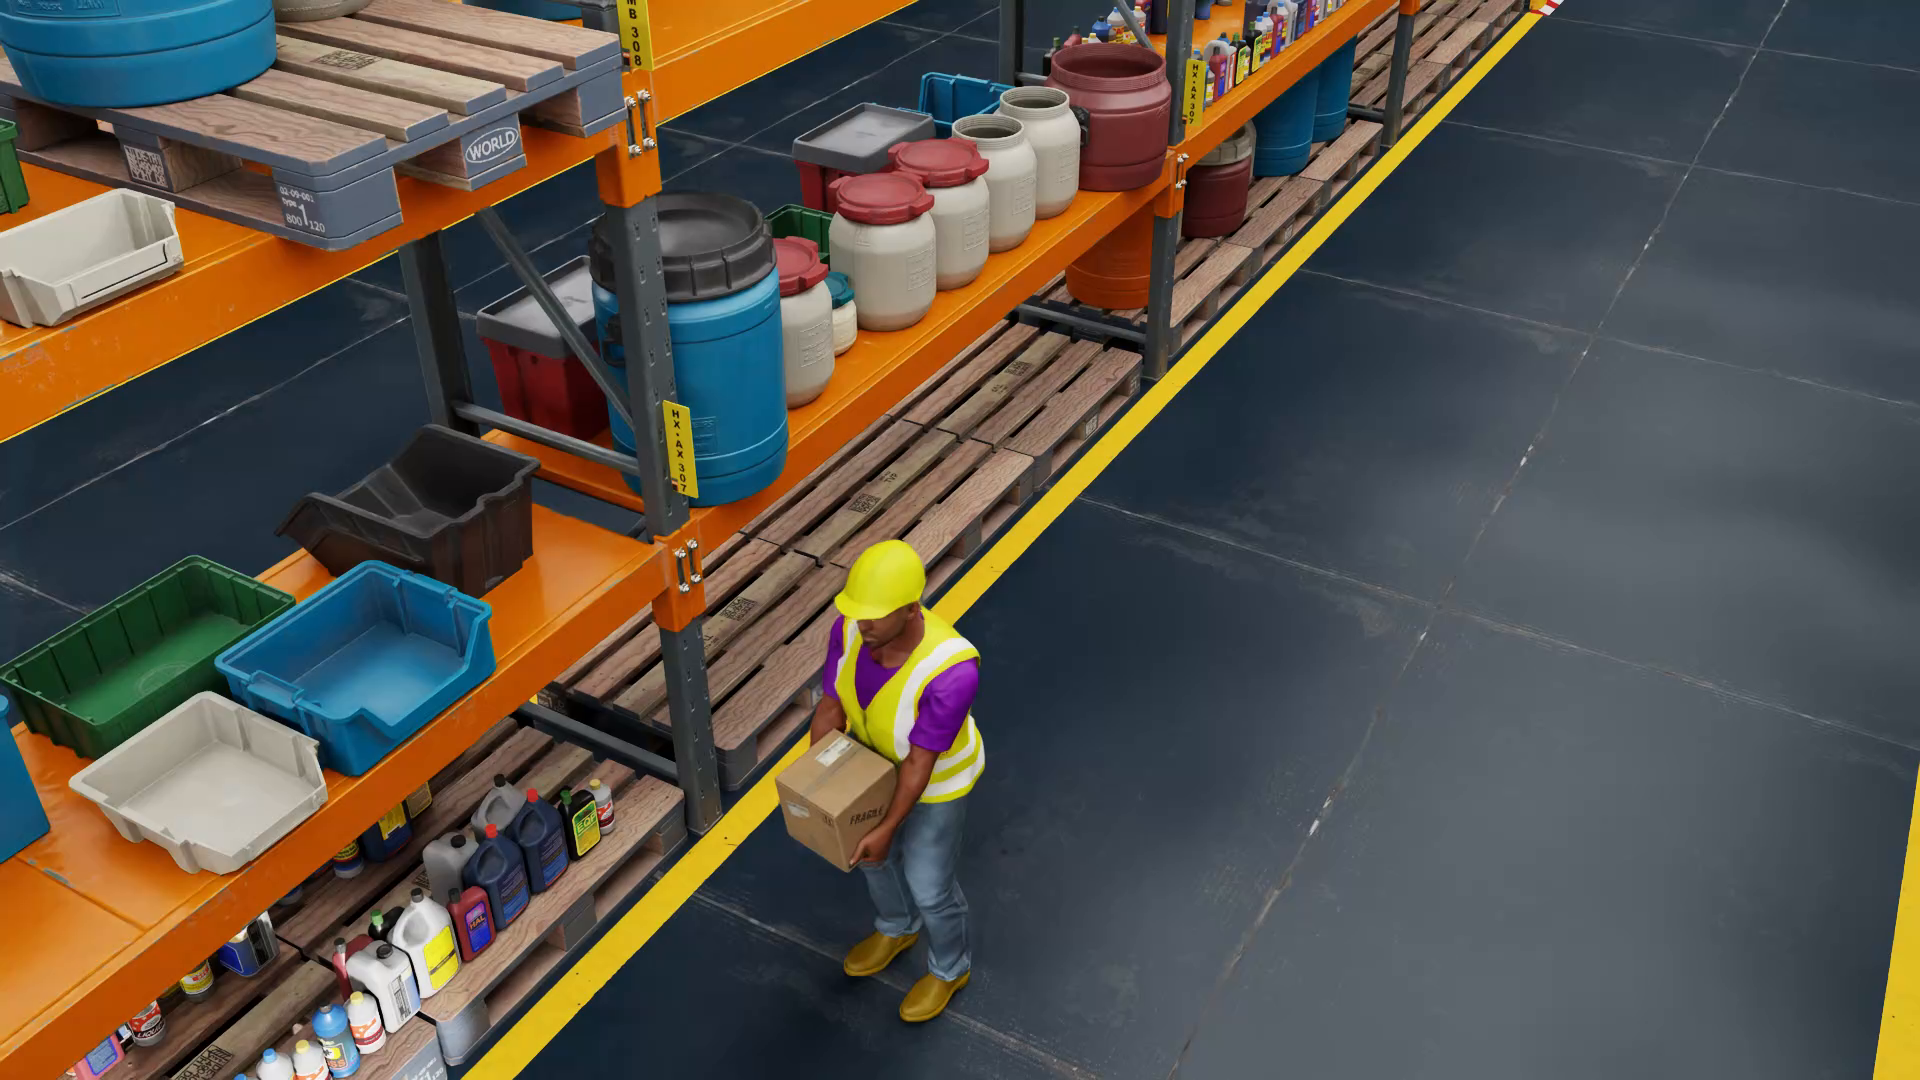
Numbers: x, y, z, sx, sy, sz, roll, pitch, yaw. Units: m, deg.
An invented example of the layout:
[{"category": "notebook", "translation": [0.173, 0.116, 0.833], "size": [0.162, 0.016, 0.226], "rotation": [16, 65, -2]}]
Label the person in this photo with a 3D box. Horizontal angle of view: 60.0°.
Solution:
[{"category": "person", "translation": [-0.210, 0.751, 5.017], "size": [0.504, 1.750, 0.586], "rotation": [28, 43, 35]}]
